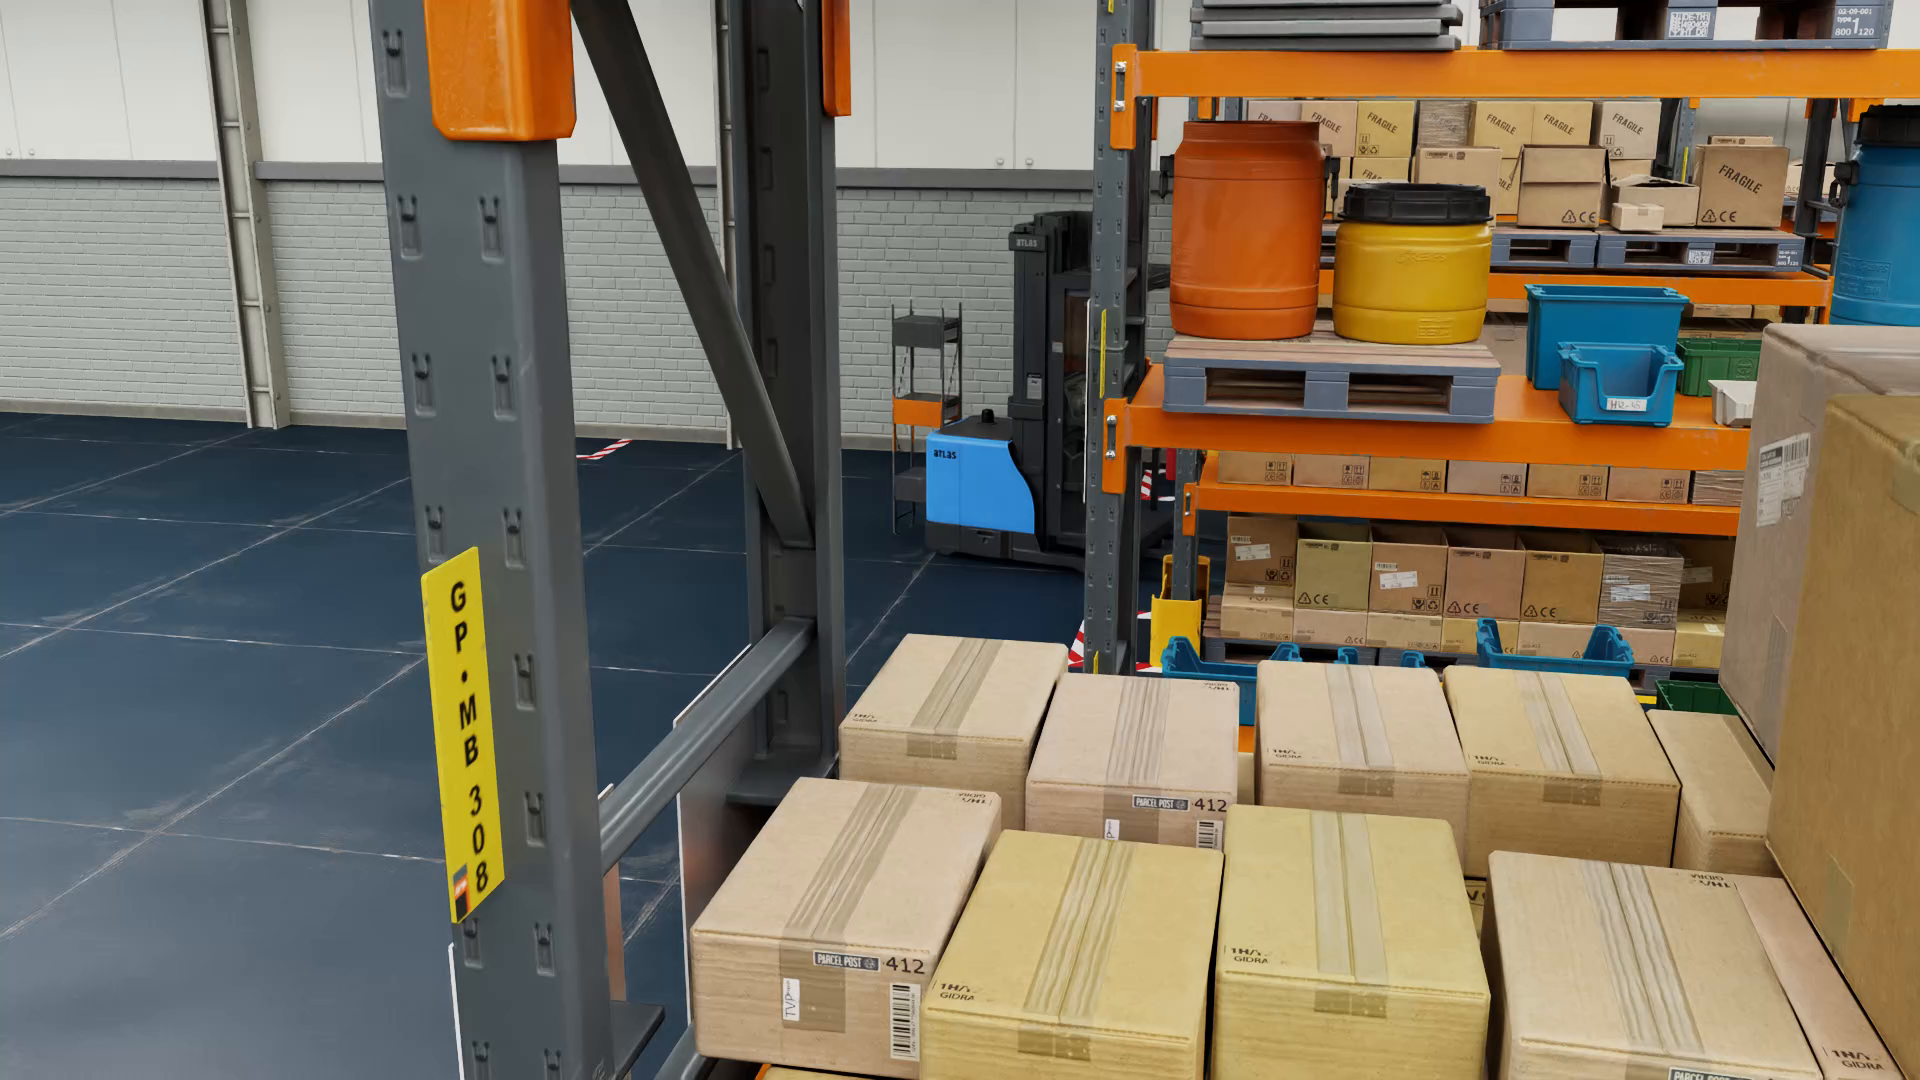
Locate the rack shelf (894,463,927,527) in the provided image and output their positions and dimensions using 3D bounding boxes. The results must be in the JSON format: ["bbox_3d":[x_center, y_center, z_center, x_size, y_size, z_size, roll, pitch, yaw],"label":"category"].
[{"bbox_3d":[-0.293,-0.388,15.133,0.480,0.518,0.431,7,17,24],"label":"rack shelf"}]

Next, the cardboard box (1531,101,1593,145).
[{"bbox_3d":[5.461,-3.743,15.169,0.500,0.500,0.500,4,16,14],"label":"cardboard box"}]

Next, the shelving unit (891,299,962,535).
[{"bbox_3d":[-0.293,-1.076,14.942,0.503,2.100,0.431,7,17,24],"label":"shelving unit"}]

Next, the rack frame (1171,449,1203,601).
[{"bbox_3d":[1.644,-0.692,11.872,0.127,3.000,1.000,3,16,11],"label":"rack frame"}]

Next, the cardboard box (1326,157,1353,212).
[{"bbox_3d":[3.425,-3.371,15.697,0.500,0.500,0.500,4,16,15],"label":"cardboard box"}]

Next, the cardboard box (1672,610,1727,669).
[{"bbox_3d":[5.066,0.676,11.297,0.500,0.250,0.500,3,16,11],"label":"cardboard box"}]

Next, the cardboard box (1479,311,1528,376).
[{"bbox_3d":[3.653,-1.255,11.286,0.500,0.500,0.700,3,16,11],"label":"cardboard box"}]

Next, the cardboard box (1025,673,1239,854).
[{"bbox_3d":[0.233,0.311,2.164,0.250,0.149,0.380,3,16,9],"label":"cardboard box"}]

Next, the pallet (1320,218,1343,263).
[{"bbox_3d":[2.332,-2.051,11.323,1.213,0.211,1.003,3,16,11],"label":"pallet"}]

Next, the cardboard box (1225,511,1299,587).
[{"bbox_3d":[2.229,0.020,12.261,0.500,0.500,0.500,3,16,11],"label":"cardboard box"}]

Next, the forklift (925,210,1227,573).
[{"bbox_3d":[1.253,-1.237,13.968,3.031,2.935,1.130,7,17,24],"label":"forklift"}]

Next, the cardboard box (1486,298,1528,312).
[{"bbox_3d":[5.041,-2.073,15.696,0.500,0.500,0.500,3,16,9],"label":"cardboard box"}]

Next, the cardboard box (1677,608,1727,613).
[{"bbox_3d":[5.170,0.539,11.790,0.500,0.250,0.500,3,16,11],"label":"cardboard box"}]

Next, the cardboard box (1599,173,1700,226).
[{"bbox_3d":[4.594,-2.276,11.090,0.500,0.311,0.500,2,16,8],"label":"cardboard box"}]

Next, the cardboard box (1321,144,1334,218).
[{"bbox_3d":[2.207,-2.426,11.269,0.637,0.503,0.797,4,16,15],"label":"cardboard box"}]

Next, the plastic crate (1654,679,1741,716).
[{"bbox_3d":[3.300,0.772,6.982,0.662,0.188,0.450,3,16,11],"label":"plastic crate"}]

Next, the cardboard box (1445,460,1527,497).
[{"bbox_3d":[3.617,-0.631,11.462,0.500,0.500,0.700,4,16,13],"label":"cardboard box"}]

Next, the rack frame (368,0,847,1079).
[{"bbox_3d":[-0.333,-0.992,1.716,0.127,3.000,1.000,3,16,11],"label":"rack frame"}]

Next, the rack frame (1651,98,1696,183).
[{"bbox_3d":[6.548,-4.667,14.982,0.127,3.000,1.000,3,16,11],"label":"rack frame"}]

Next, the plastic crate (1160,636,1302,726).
[{"bbox_3d":[1.204,0.623,7.401,0.616,0.251,0.499,3,16,11],"label":"plastic crate"}]

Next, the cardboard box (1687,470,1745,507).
[{"bbox_3d":[5.128,-0.550,11.170,0.500,0.500,0.700,3,16,10],"label":"cardboard box"}]

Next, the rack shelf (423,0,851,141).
[{"bbox_3d":[1.627,-0.537,1.429,4.000,0.370,1.077,3,16,11],"label":"rack shelf"}]

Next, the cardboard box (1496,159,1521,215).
[{"bbox_3d":[4.960,-3.291,15.410,0.500,0.500,0.500,2,16,9],"label":"cardboard box"}]

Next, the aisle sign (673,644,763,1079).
[{"bbox_3d":[-0.334,0.564,2.466,0.004,0.787,0.394,3,16,11],"label":"aisle sign"}]

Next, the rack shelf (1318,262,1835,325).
[{"bbox_3d":[3.604,-1.685,11.183,4.000,0.370,1.077,3,16,11],"label":"rack shelf"}]

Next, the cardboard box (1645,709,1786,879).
[{"bbox_3d":[0.991,0.350,2.024,0.250,0.149,0.380,3,16,12],"label":"cardboard box"}]

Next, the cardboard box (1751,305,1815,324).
[{"bbox_3d":[7.586,-1.968,15.467,0.500,0.500,0.700,5,16,17],"label":"cardboard box"}]

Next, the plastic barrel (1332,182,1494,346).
[{"bbox_3d":[1.796,-1.108,6.614,0.600,0.588,0.600,0,15,0],"label":"plastic barrel"}]

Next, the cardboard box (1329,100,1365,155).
[{"bbox_3d":[3.639,-3.993,16.071,0.500,0.500,0.500,4,16,15],"label":"cardboard box"}]

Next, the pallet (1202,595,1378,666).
[{"bbox_3d":[2.402,0.681,12.137,1.213,0.211,1.003,3,16,11],"label":"pallet"}]

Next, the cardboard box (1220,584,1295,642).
[{"bbox_3d":[2.126,0.517,11.870,0.500,0.250,0.500,3,16,11],"label":"cardboard box"}]

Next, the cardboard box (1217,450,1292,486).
[{"bbox_3d":[2.099,-0.712,11.757,0.500,0.500,0.700,3,16,11],"label":"cardboard box"}]

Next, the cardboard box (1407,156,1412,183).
[{"bbox_3d":[4.077,-3.485,16.112,0.500,0.500,0.500,2,16,9],"label":"cardboard box"}]

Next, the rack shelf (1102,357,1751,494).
[{"bbox_3d":[2.614,-0.389,6.506,4.000,0.370,1.077,3,16,11],"label":"rack shelf"}]

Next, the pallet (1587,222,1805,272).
[{"bbox_3d":[4.723,-1.921,10.855,1.213,0.211,1.003,3,16,11],"label":"pallet"}]

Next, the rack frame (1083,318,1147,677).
[{"bbox_3d":[0.654,0.603,7.195,0.127,3.000,1.000,3,16,11],"label":"rack frame"}]

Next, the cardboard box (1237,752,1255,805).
[{"bbox_3d":[0.190,0.485,2.284,0.500,0.250,0.500,3,16,12],"label":"cardboard box"}]

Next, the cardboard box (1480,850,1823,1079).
[{"bbox_3d":[0.650,0.462,1.620,0.250,0.149,0.380,4,16,13],"label":"cardboard box"}]

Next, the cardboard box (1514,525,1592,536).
[{"bbox_3d":[4.192,0.122,11.891,0.500,0.500,0.500,3,16,11],"label":"cardboard box"}]

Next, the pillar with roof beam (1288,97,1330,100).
[{"bbox_3d":[2.628,-3.942,12.367,0.400,9.000,9.100,3,16,11],"label":"pillar with roof beam"}]

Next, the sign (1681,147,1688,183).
[{"bbox_3d":[6.447,-3.328,14.799,0.005,0.325,0.100,3,16,11],"label":"sign"}]

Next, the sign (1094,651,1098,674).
[{"bbox_3d":[0.540,0.614,6.639,0.005,0.325,0.100,3,16,11],"label":"sign"}]

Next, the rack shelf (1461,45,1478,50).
[{"bbox_3d":[4.588,-4.425,15.462,4.000,0.370,1.077,3,16,11],"label":"rack shelf"}]

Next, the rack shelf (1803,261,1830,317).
[{"bbox_3d":[7.524,-1.472,10.415,4.000,0.370,1.077,3,16,11],"label":"rack shelf"}]

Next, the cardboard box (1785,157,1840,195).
[{"bbox_3d":[7.671,-3.298,15.039,0.500,0.311,0.500,4,16,13],"label":"cardboard box"}]

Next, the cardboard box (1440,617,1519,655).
[{"bbox_3d":[3.595,0.597,11.580,0.500,0.250,0.500,3,16,11],"label":"cardboard box"}]

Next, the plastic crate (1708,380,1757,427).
[{"bbox_3d":[2.920,-0.482,5.988,0.396,0.136,0.243,3,16,11],"label":"plastic crate"}]

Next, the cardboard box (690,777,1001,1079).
[{"bbox_3d":[-0.109,0.409,1.812,0.250,0.149,0.380,3,16,11],"label":"cardboard box"}]

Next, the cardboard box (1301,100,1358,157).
[{"bbox_3d":[3.439,-3.850,15.554,0.500,0.500,0.500,3,16,10],"label":"cardboard box"}]

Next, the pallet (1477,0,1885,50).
[{"bbox_3d":[2.561,-1.892,6.069,1.213,0.211,1.003,3,16,11],"label":"pallet"}]

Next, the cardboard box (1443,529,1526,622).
[{"bbox_3d":[3.595,0.236,11.479,0.500,0.500,0.500,3,16,11],"label":"cardboard box"}]

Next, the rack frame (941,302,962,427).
[{"bbox_3d":[-0.072,-1.048,14.843,0.015,2.100,0.400,7,17,24],"label":"rack frame"}]
